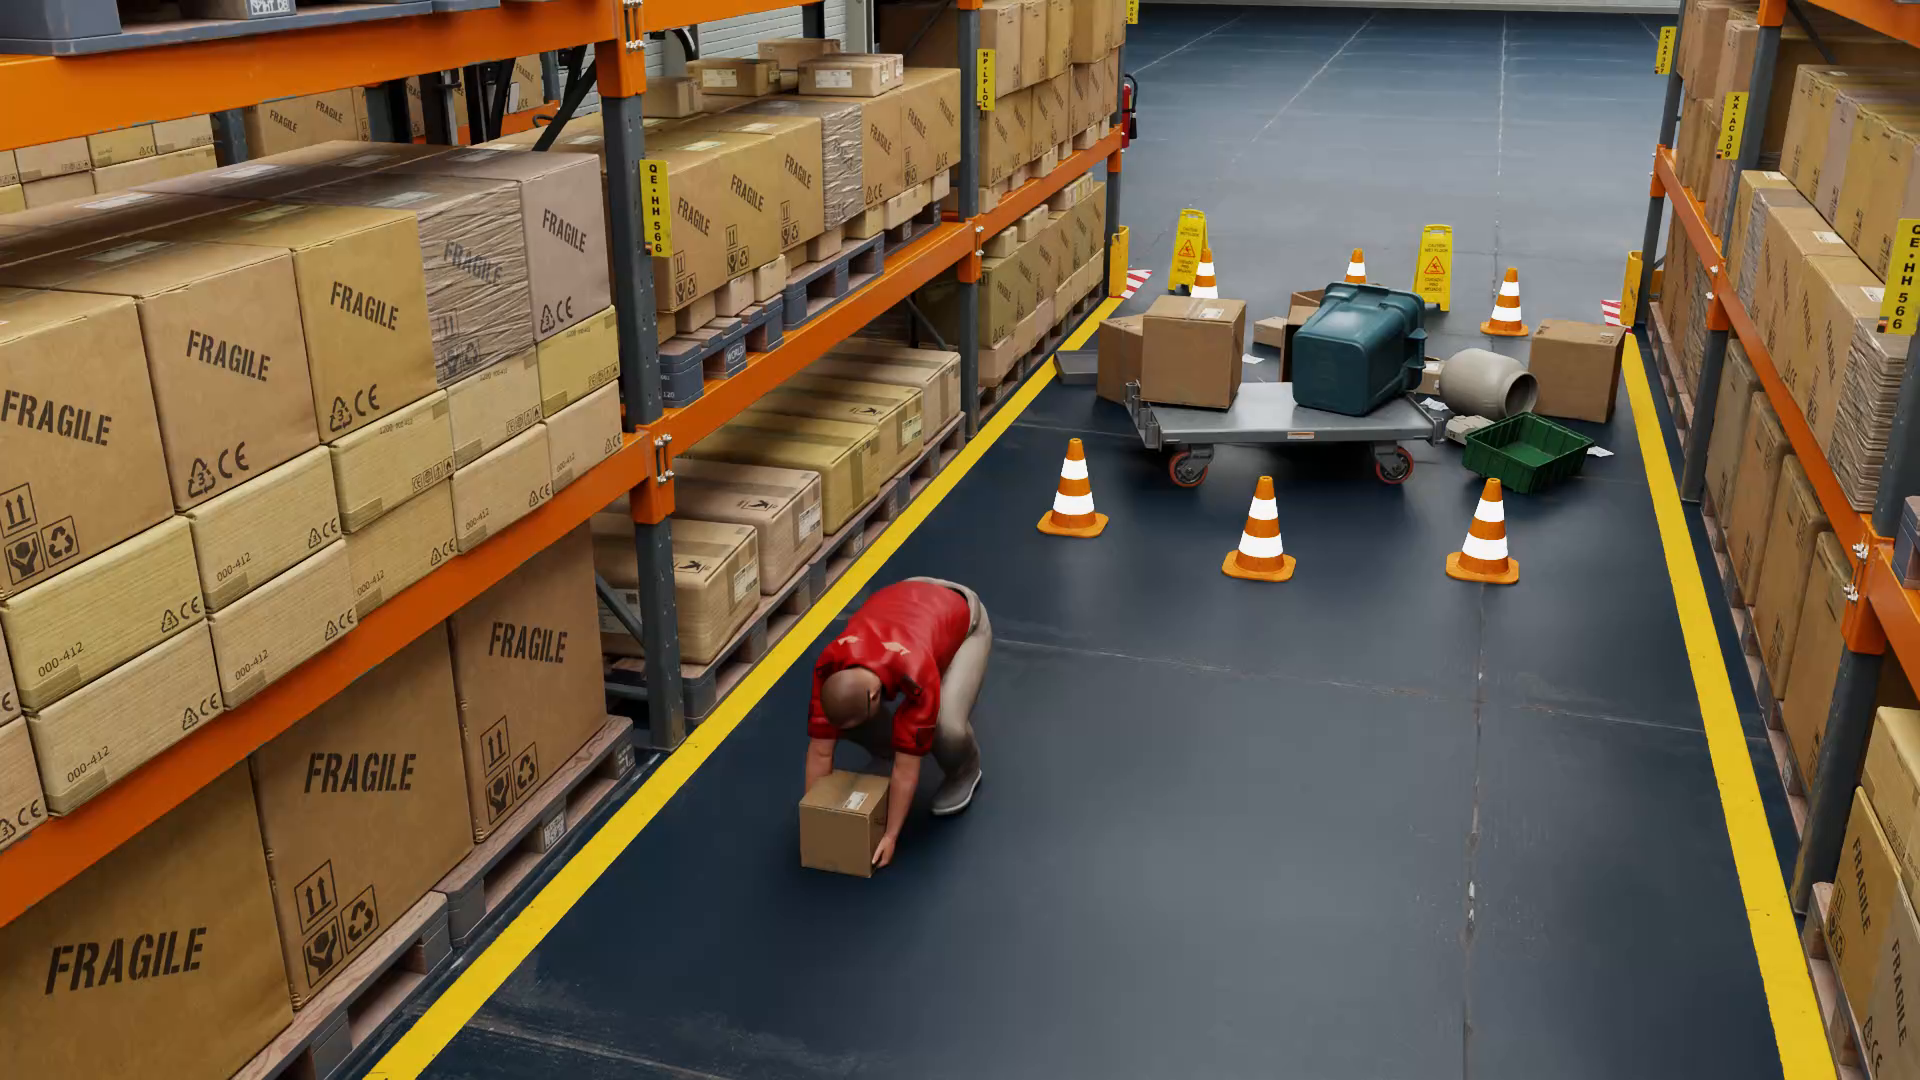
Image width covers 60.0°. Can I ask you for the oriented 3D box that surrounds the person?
[{"bbox_3d":[-0.218,0.585,5.847,0.544,0.865,0.957,10,24,24],"label":"person"}]
